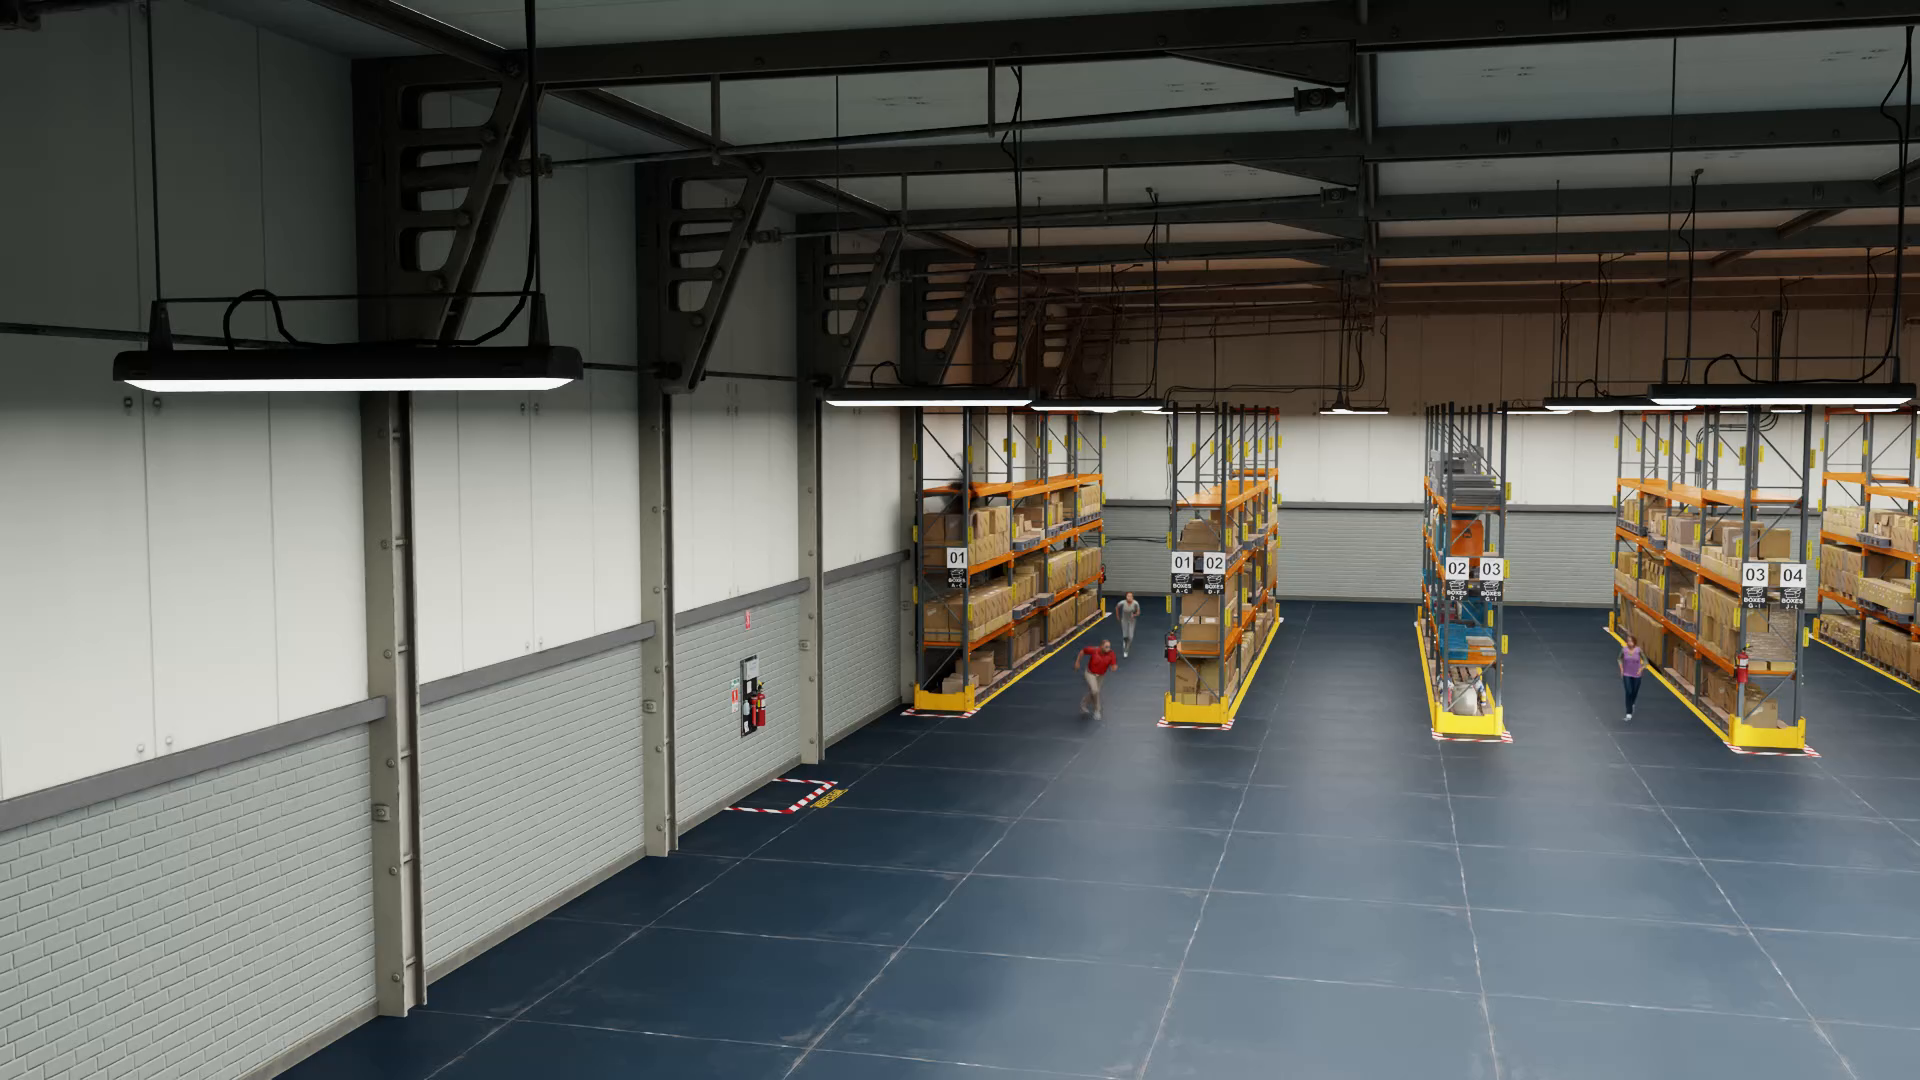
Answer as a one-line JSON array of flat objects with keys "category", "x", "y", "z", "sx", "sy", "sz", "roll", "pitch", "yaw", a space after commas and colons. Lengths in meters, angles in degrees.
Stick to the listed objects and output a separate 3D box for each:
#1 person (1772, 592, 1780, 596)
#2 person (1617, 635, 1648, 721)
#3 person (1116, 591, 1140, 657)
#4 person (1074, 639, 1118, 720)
[{"category": "person", "x": 21.350, "y": 1.704, "z": 43.585, "sx": 0.649, "sy": 1.701, "sz": 0.674, "roll": 3, "pitch": 5, "yaw": 36}, {"category": "person", "x": 12.780, "y": 2.604, "z": 31.619, "sx": 0.533, "sy": 1.593, "sz": 0.733, "roll": 2, "pitch": 4, "yaw": 20}, {"category": "person", "x": 4.020, "y": 2.004, "z": 39.751, "sx": 0.552, "sy": 1.598, "sz": 0.684, "roll": 0, "pitch": 4, "yaw": -3}, {"category": "person", "x": 2.589, "y": 2.607, "z": 31.608, "sx": 0.677, "sy": 1.543, "sz": 1.140, "roll": -2, "pitch": 5, "yaw": -21}]
